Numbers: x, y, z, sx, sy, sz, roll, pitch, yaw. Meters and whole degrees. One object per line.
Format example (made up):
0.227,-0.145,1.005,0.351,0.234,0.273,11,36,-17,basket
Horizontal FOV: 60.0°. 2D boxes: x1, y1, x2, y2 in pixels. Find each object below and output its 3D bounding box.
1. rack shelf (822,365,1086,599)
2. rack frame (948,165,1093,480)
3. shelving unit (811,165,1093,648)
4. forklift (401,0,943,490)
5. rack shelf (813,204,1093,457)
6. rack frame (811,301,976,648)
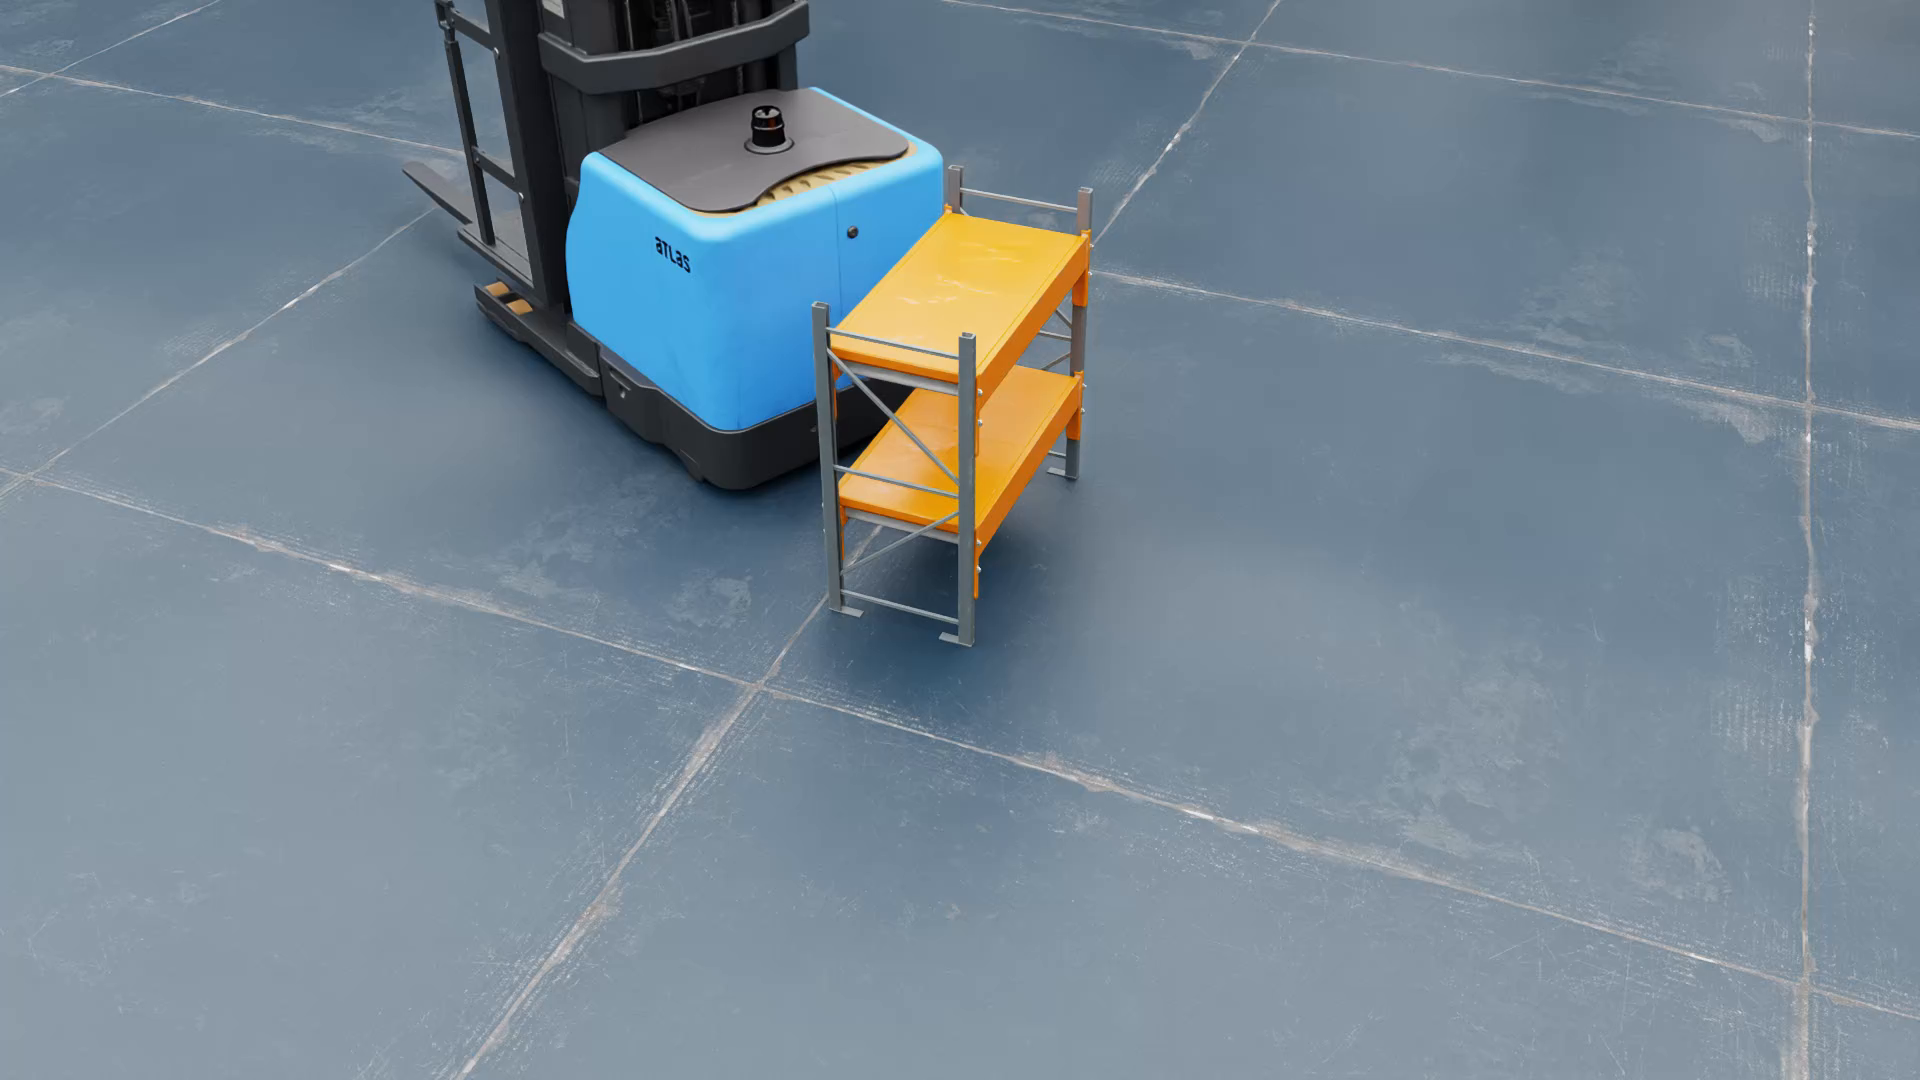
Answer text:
0.003,-0.258,5.565,0.538,0.278,1.000,14,39,18,rack shelf
0.196,-0.736,5.795,0.500,1.125,0.032,14,39,18,rack frame
0.003,-0.454,5.418,0.538,1.125,1.048,14,39,18,shelving unit
-1.369,-2.165,6.198,1.130,2.935,3.031,-26,44,-31,forklift
0.003,-0.689,5.243,0.538,0.278,1.000,14,39,18,rack shelf
-0.191,-0.173,5.042,0.500,1.125,0.032,14,39,18,rack frame
